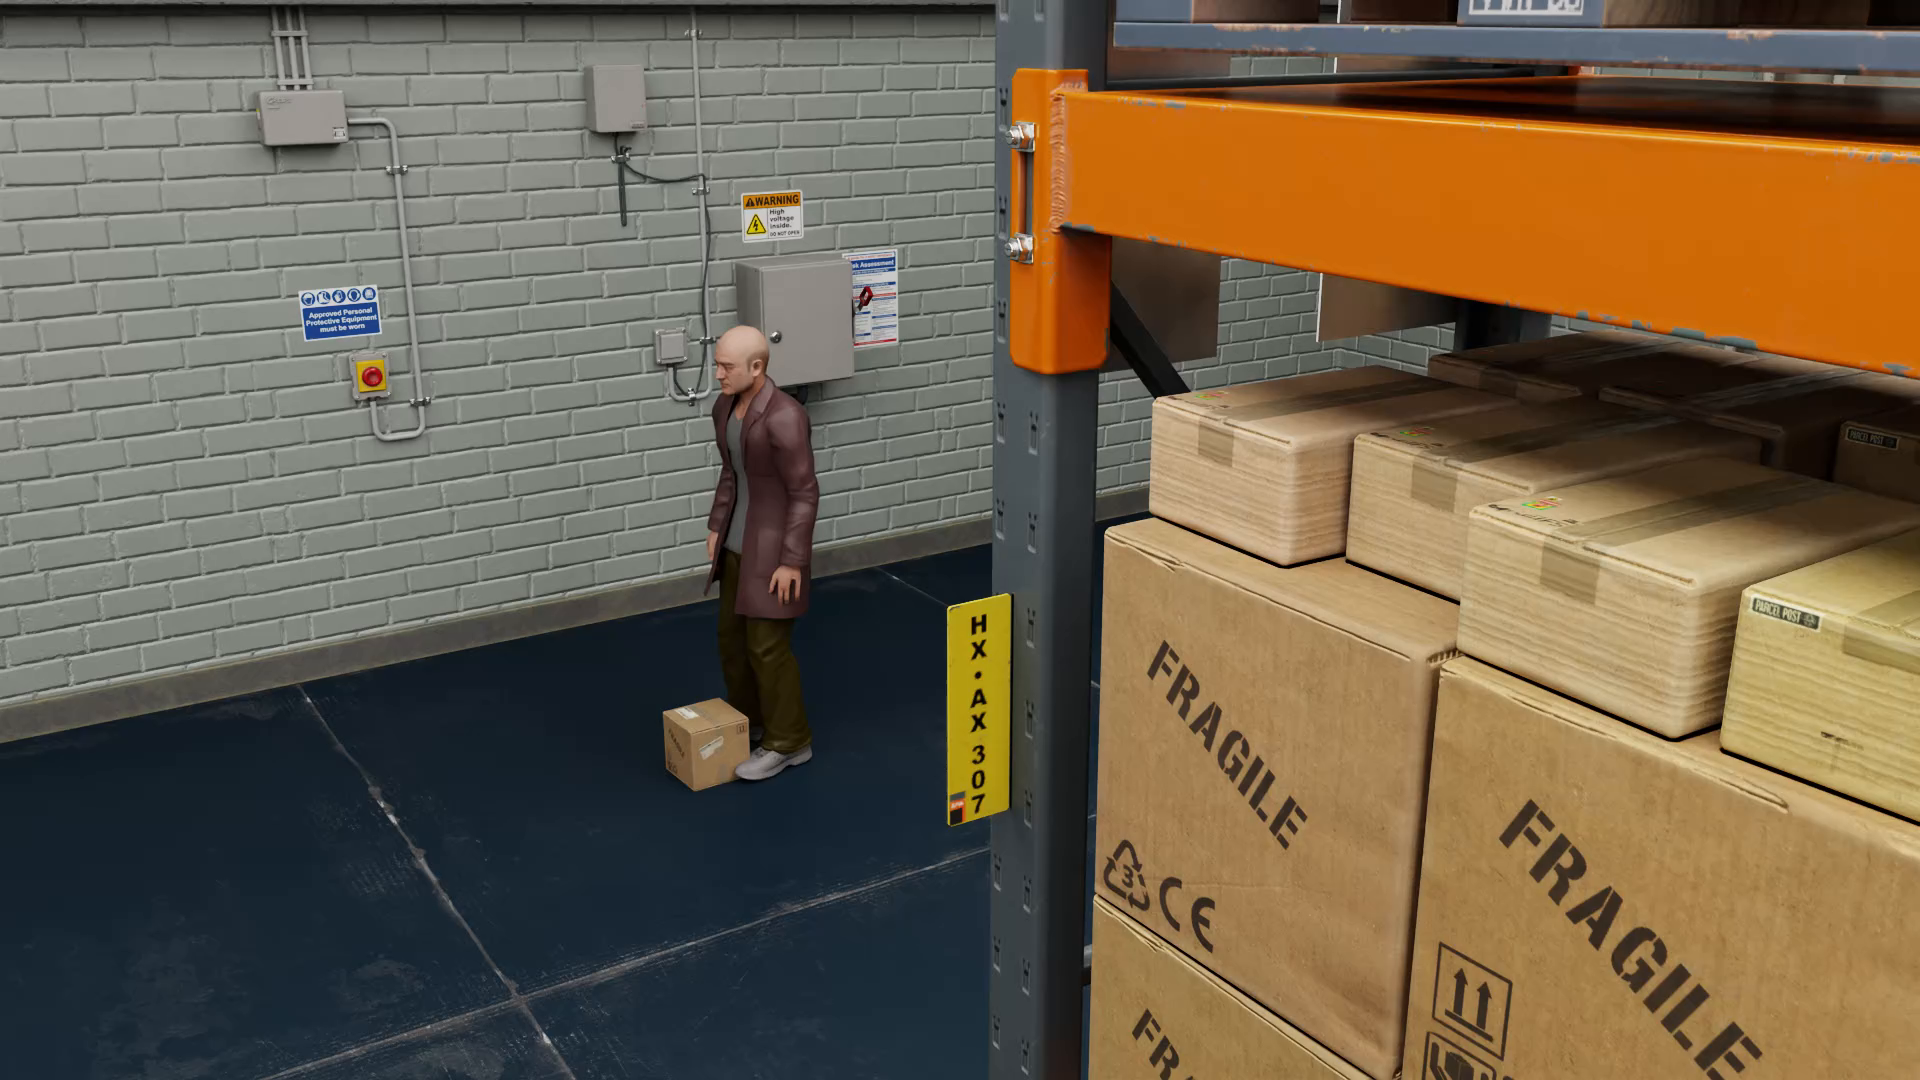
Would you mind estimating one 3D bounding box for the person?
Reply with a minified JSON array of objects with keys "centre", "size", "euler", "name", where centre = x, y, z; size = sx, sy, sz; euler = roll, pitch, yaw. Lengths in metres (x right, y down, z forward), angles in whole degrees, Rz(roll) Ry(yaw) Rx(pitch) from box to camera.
[{"centre":[-0.785,0.039,6.460],"size":[0.429,1.772,0.647],"euler":[-13,22,-35],"name":"person"}]
